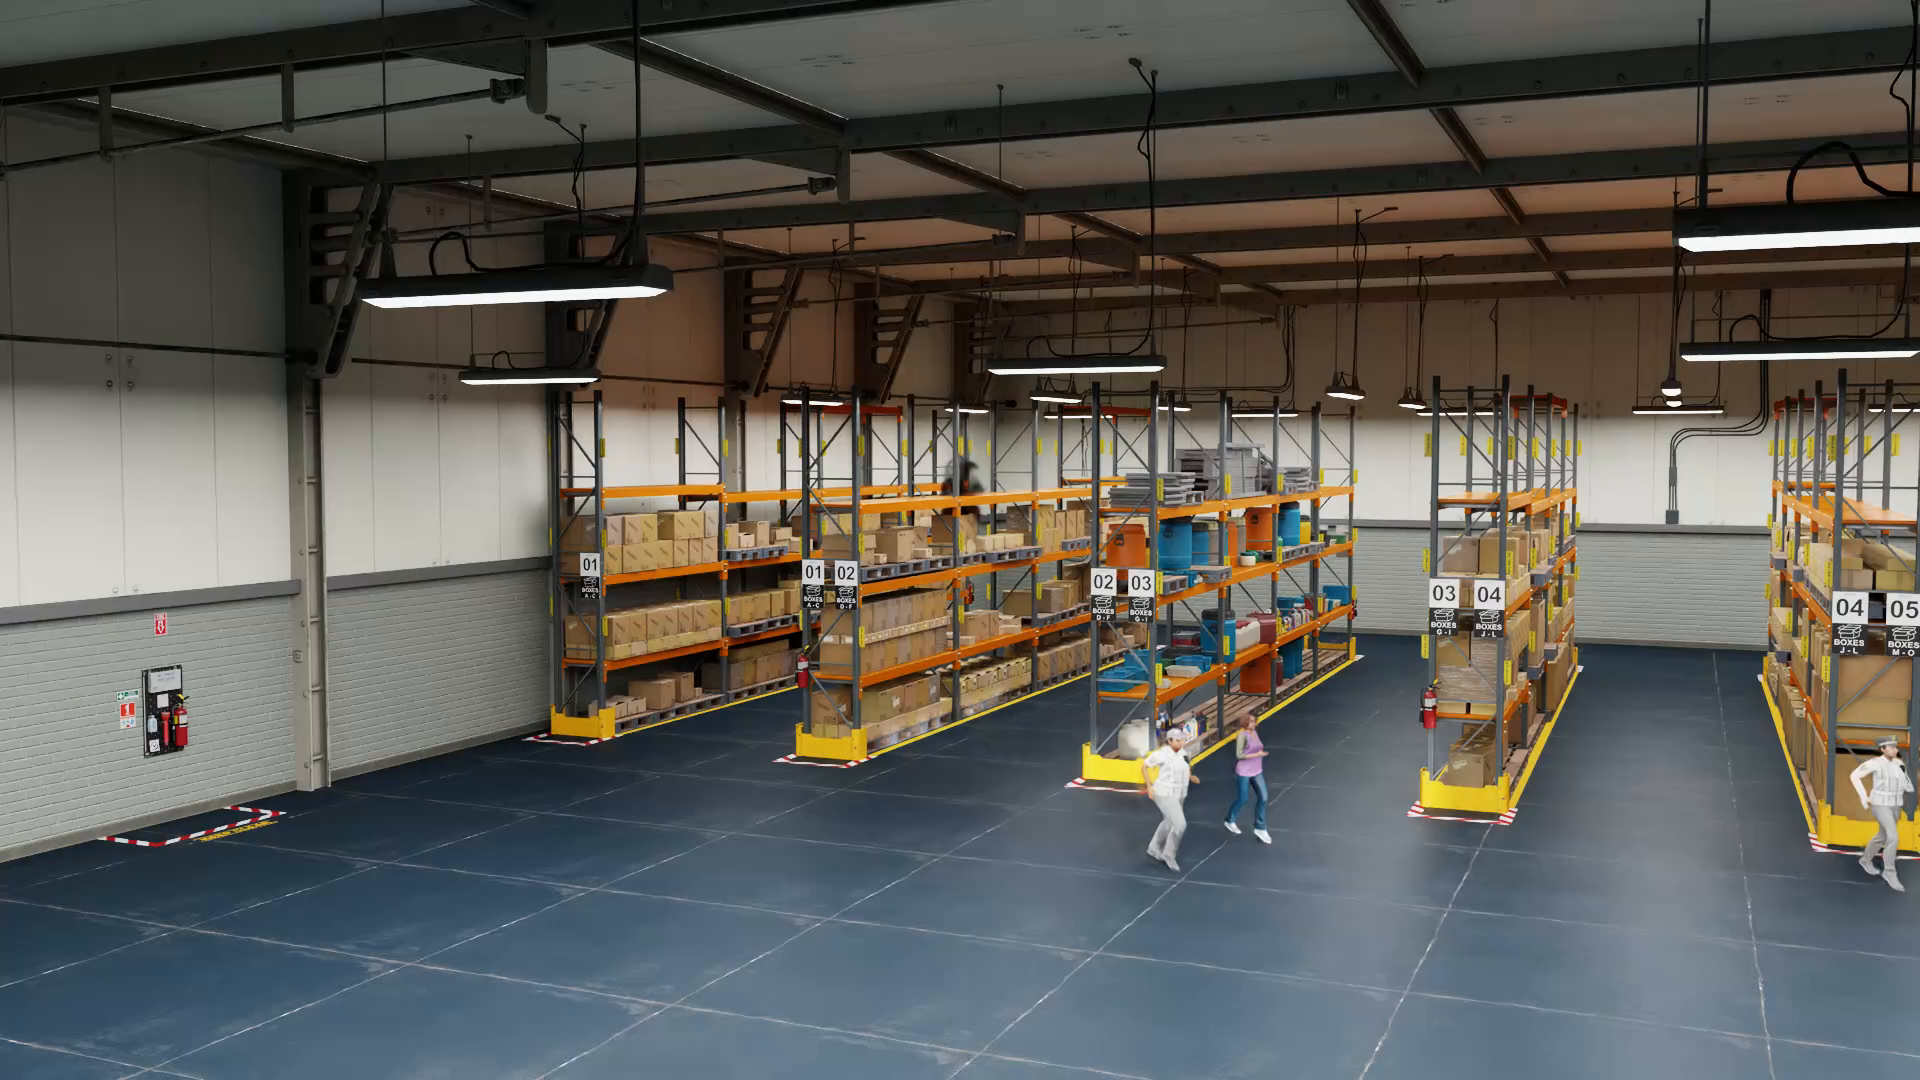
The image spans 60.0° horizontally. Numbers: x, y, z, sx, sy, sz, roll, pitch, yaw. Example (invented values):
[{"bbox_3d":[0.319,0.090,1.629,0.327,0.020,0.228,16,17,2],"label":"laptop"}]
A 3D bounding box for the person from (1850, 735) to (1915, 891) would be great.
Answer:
[{"bbox_3d":[10.636,3.091,19.121,0.584,1.743,0.746,-1,3,-19],"label":"person"}]

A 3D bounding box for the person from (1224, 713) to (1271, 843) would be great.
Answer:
[{"bbox_3d":[3.677,3.014,21.233,0.517,1.631,0.698,-3,4,-39],"label":"person"}]

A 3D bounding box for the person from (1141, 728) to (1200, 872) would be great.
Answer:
[{"bbox_3d":[2.526,3.087,19.803,0.570,1.705,0.783,-3,4,-45],"label":"person"}]
